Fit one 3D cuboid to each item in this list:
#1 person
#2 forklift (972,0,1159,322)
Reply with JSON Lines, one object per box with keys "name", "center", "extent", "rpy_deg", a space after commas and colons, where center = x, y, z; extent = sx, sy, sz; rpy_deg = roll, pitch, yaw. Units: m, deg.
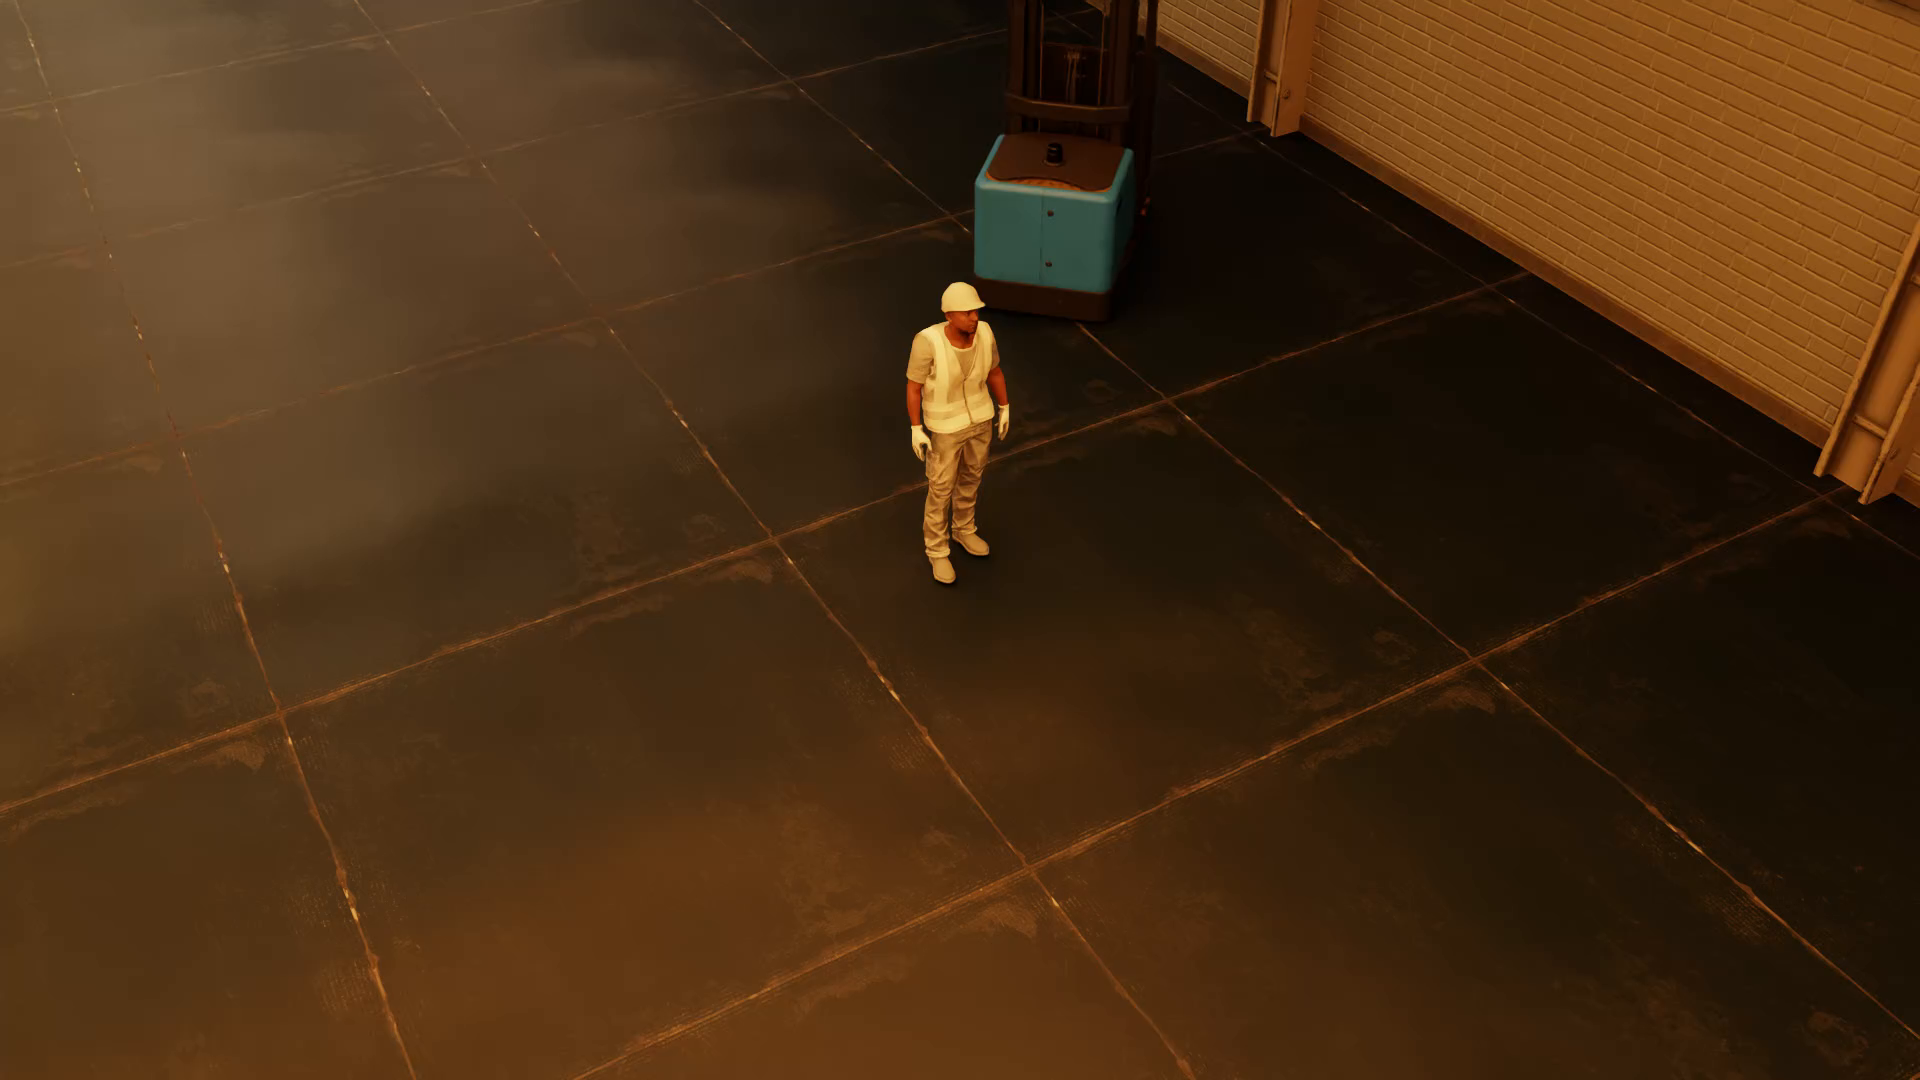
{"name": "person", "center": [0.028, -0.650, 9.707], "extent": [0.656, 1.782, 0.577], "rpy_deg": [-20, 44, -23]}
{"name": "forklift", "center": [0.945, -3.667, 12.457], "extent": [1.130, 2.935, 3.031], "rpy_deg": [9, 41, 11]}
